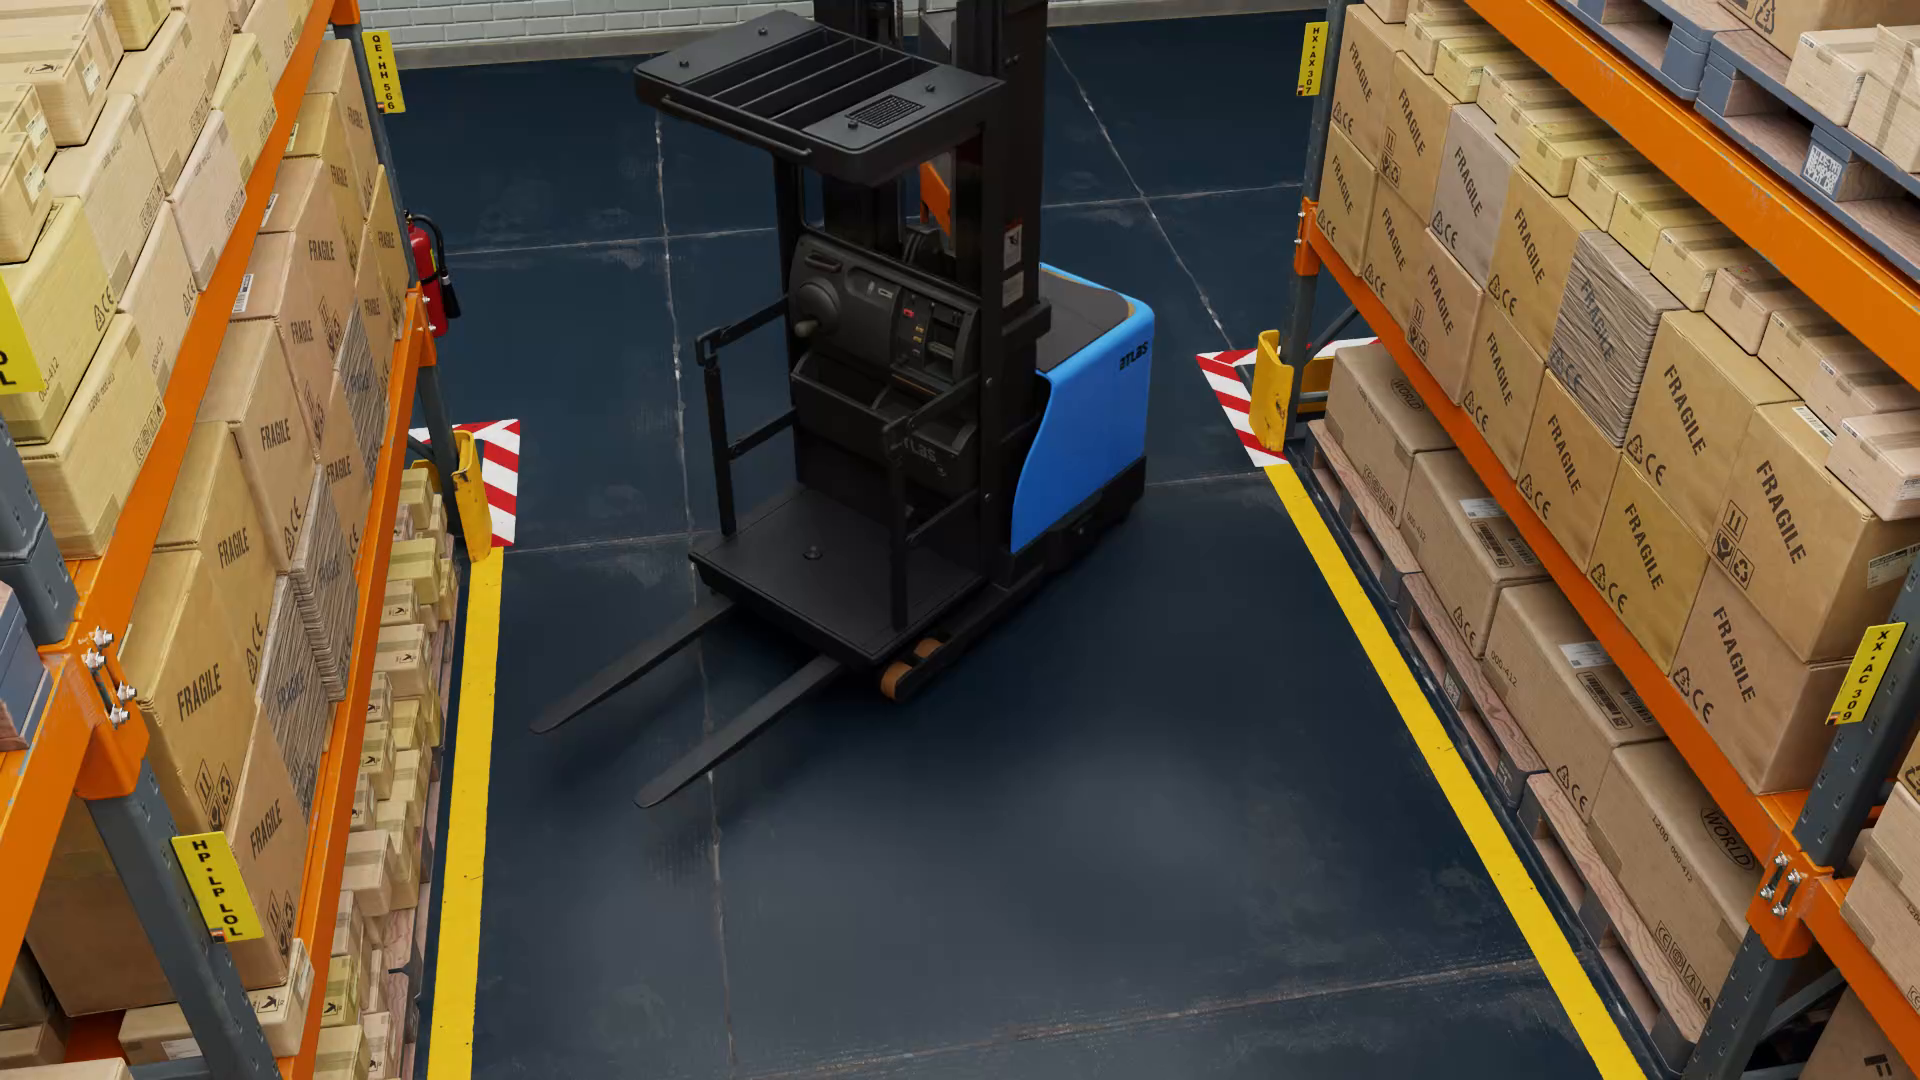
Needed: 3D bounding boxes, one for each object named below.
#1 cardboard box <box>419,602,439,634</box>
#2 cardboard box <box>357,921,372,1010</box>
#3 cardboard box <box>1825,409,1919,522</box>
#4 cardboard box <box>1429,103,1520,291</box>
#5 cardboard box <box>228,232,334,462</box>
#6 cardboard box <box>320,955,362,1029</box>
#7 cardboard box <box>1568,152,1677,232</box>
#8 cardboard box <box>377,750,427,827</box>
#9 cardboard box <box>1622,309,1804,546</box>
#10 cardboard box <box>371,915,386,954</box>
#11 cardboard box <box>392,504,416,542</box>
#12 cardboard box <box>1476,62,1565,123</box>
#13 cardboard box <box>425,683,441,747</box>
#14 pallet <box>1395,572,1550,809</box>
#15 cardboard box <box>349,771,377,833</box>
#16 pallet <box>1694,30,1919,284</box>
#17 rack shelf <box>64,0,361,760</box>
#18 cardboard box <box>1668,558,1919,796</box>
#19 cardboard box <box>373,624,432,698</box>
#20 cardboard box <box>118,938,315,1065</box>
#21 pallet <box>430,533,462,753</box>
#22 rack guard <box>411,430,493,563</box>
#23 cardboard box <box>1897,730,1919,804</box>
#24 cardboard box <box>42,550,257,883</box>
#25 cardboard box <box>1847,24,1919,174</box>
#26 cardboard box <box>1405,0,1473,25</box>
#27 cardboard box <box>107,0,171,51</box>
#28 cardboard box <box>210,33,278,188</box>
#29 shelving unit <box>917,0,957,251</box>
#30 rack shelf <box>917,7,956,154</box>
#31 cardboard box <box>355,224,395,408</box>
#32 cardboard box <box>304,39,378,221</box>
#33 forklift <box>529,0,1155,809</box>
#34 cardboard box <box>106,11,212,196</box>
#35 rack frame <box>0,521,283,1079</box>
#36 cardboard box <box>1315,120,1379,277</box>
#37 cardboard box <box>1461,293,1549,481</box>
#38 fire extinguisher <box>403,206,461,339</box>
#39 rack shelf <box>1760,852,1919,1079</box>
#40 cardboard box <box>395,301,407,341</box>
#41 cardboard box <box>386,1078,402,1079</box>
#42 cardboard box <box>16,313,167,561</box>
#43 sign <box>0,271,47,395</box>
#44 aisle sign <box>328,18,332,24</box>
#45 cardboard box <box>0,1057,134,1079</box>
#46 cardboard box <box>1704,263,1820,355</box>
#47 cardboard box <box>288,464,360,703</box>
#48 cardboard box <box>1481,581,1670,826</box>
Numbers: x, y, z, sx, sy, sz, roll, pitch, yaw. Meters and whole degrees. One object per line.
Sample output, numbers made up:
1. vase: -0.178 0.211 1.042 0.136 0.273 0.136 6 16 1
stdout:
1. cardboard box: -2.310 0.268 6.699 0.380 0.149 0.250 -8 39 -10
2. cardboard box: -2.079 1.379 5.269 0.380 0.149 0.250 -8 39 -10
3. cardboard box: 2.413 -0.196 4.132 0.380 0.149 0.250 -7 38 -9
4. cardboard box: 2.078 -1.262 6.033 0.500 0.500 0.500 -7 38 -8
5. cardboard box: -2.167 -0.540 4.862 0.500 0.500 0.500 -7 38 -10
6. cardboard box: -2.015 1.414 4.982 0.380 0.149 0.250 -7 38 -9
7. cardboard box: 2.193 -1.122 5.324 0.380 0.149 0.250 -6 38 -8
8. cardboard box: -2.105 0.899 5.886 0.380 0.149 0.250 -6 38 -7
9. cardboard box: 2.345 -0.351 4.860 0.500 0.500 0.500 -7 38 -9
10. cardboard box: -2.140 1.333 5.571 0.380 0.149 0.250 -8 39 -10
11. cardboard box: -2.447 -0.001 6.803 0.380 0.149 0.250 -6 38 -7
12. cardboard box: 2.079 -1.586 5.922 0.380 0.149 0.250 -6 38 -8
13. cardboard box: -2.210 0.687 6.402 0.380 0.149 0.250 -8 39 -10
14. pallet: 2.507 0.541 6.882 1.003 0.211 1.213 -6 38 -8
15. cardboard box: -2.176 0.941 5.591 0.380 0.149 0.250 -8 39 -10
16. pallet: 2.647 -0.999 4.218 1.003 0.211 1.213 -6 38 -8
17. rack shelf: -2.426 -0.869 4.565 1.077 0.370 4.000 -6 38 -8
18. cardboard box: 2.447 0.354 4.768 0.500 0.500 0.500 -6 38 -8
19. cardboard box: -2.192 0.461 6.208 0.380 0.149 0.250 -5 38 -6
20. cardboard box: -1.803 1.132 4.052 0.380 0.149 0.250 -5 38 -6
21. pallet: -2.656 0.465 6.979 1.003 0.211 1.213 -6 38 -8
22. rack guard: -2.763 -0.144 7.527 1.175 0.500 0.348 -6 38 -8
23. cardboard box: 2.574 0.508 3.754 0.500 0.500 0.500 -6 38 -7
24. cardboard box: -1.915 0.389 3.665 0.500 0.500 0.500 -5 38 -7
25. cardboard box: 2.353 -1.042 3.887 0.396 0.266 0.258 -5 38 -6
26. cardboard box: 1.985 -2.066 6.539 0.380 0.149 0.250 -5 38 -7
27. cardboard box: -2.071 -1.242 3.848 0.380 0.149 0.250 -4 38 -6
28. cardboard box: -2.154 -1.128 4.434 0.500 0.250 0.500 -5 38 -6
29. shelving unit: 0.077 -1.608 8.109 0.431 2.100 0.503 -11 39 -14
30. rack shelf: 0.077 -2.150 7.688 0.431 0.518 0.480 -11 39 -14
31. cardboard box: -2.359 -0.778 5.983 0.500 0.500 0.500 -7 38 -9
32. cardboard box: -2.452 -1.479 6.069 0.500 0.500 0.500 -7 38 -9
33. forklift: -0.452 -0.837 6.439 1.130 2.935 3.031 27 45 30
34. cardboard box: -2.081 -1.007 3.870 0.500 0.250 0.500 -6 38 -7
35. rack frame: -2.076 1.239 3.710 1.000 3.000 0.127 -6 38 -8
36. cardboard box: 1.880 -1.489 7.140 0.500 0.500 0.500 -7 38 -8
37. cardboard box: 2.172 -0.576 5.965 0.500 0.500 0.500 -5 38 -6
38. fire extinguisher: -2.367 -1.201 7.217 0.296 0.674 0.183 -6 38 -8
39. rack shelf: 3.131 2.138 3.139 1.077 0.370 4.000 -6 38 -8
40. cardboard box: -2.441 -0.911 6.682 0.380 0.149 0.250 -6 38 -8
41. cardboard box: -1.870 1.784 4.990 0.380 0.149 0.250 -5 38 -7
42. cardboard box: -1.897 -0.194 3.232 0.500 0.250 0.500 -4 38 -6
43. sign: -1.530 -0.367 2.590 0.100 0.325 0.005 -6 38 -8
44. aisle sign: -2.494 -2.280 6.120 0.394 0.787 0.004 -6 38 -8
45. cardboard box: -1.813 1.159 3.190 0.380 0.149 0.250 -5 38 -6
46. cardboard box: 2.377 -0.670 4.742 0.380 0.149 0.250 -7 38 -8
47. cardboard box: -2.061 0.150 4.788 0.500 0.500 0.500 -7 38 -9
48. cardboard box: 2.618 0.561 6.330 0.875 0.438 0.875 -7 38 -9
